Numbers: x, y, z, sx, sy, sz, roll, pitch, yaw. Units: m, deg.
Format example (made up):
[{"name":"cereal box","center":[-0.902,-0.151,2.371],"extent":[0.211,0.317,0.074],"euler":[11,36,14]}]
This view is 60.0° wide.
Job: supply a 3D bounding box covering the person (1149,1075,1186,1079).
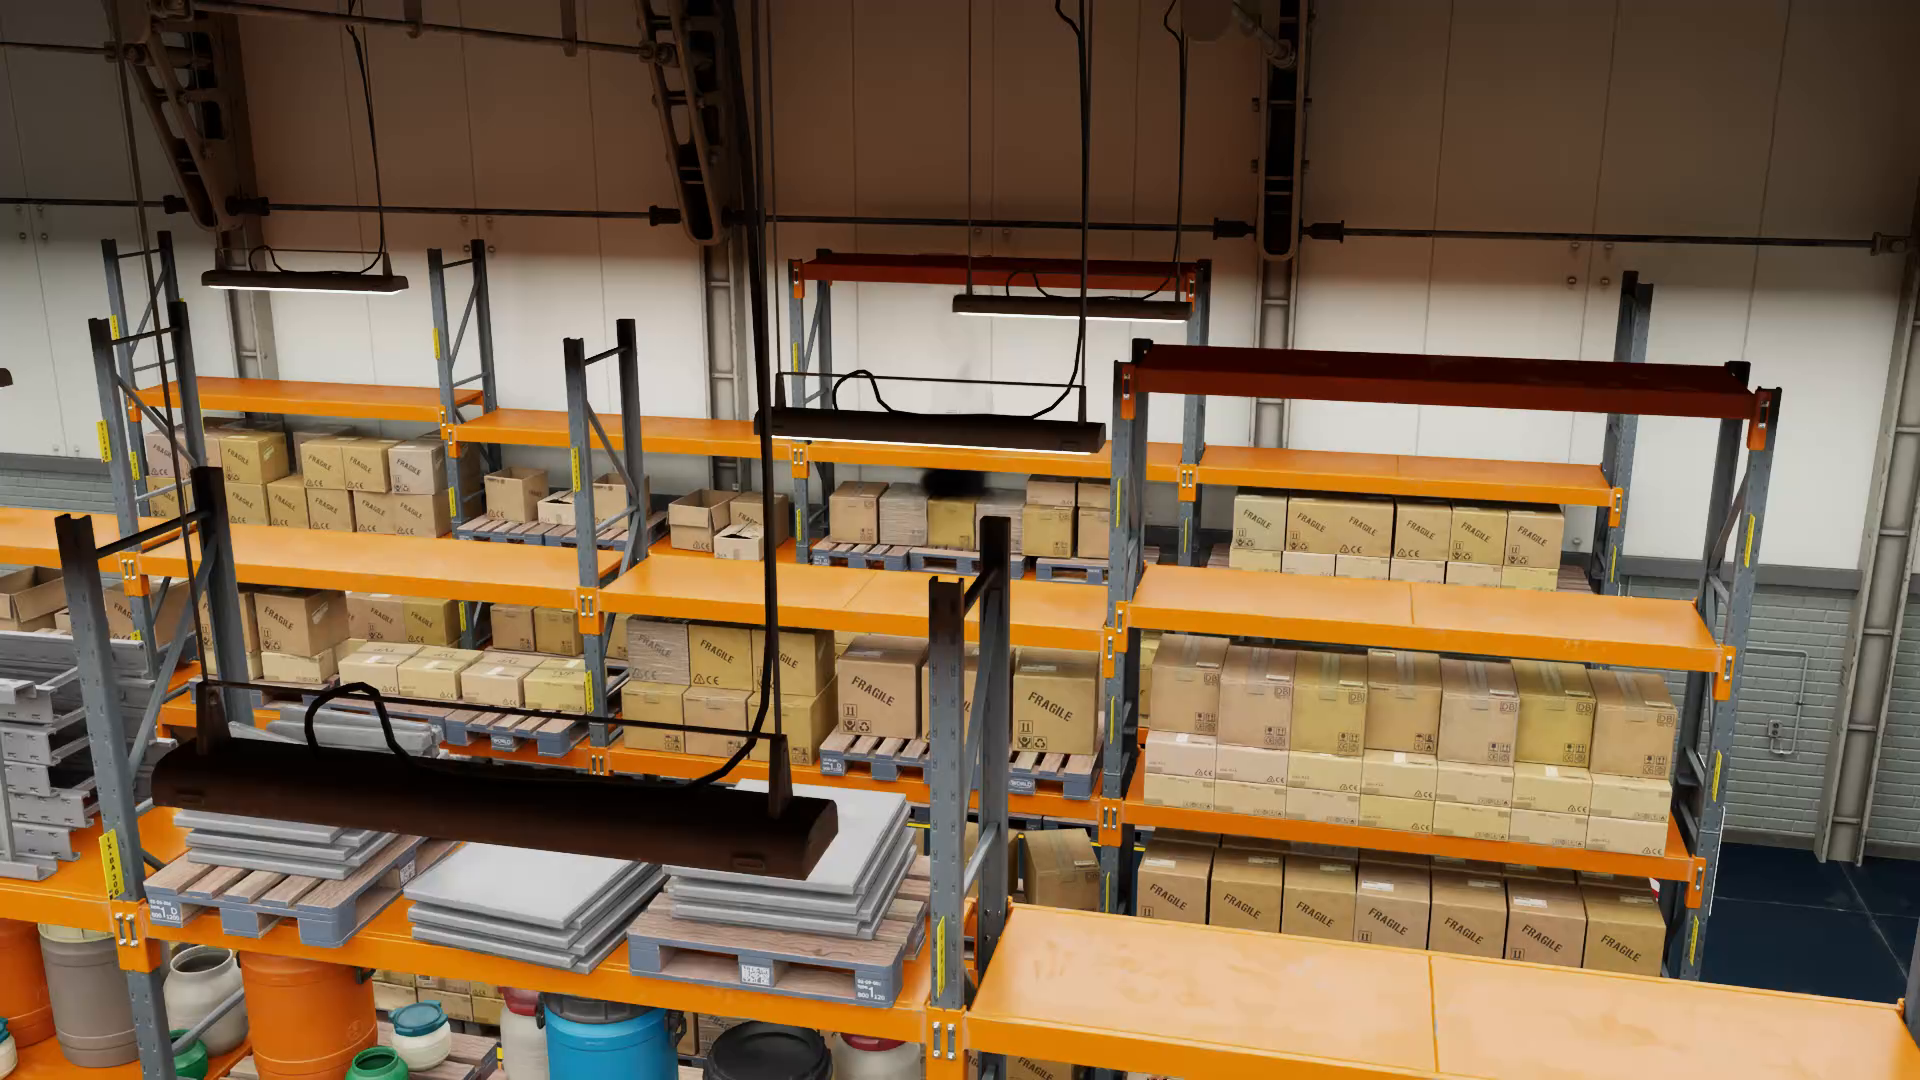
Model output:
[{"name":"person","center":[1.336,4.165,11.012],"extent":[0.762,1.807,0.669],"euler":[1,16,3]}]
